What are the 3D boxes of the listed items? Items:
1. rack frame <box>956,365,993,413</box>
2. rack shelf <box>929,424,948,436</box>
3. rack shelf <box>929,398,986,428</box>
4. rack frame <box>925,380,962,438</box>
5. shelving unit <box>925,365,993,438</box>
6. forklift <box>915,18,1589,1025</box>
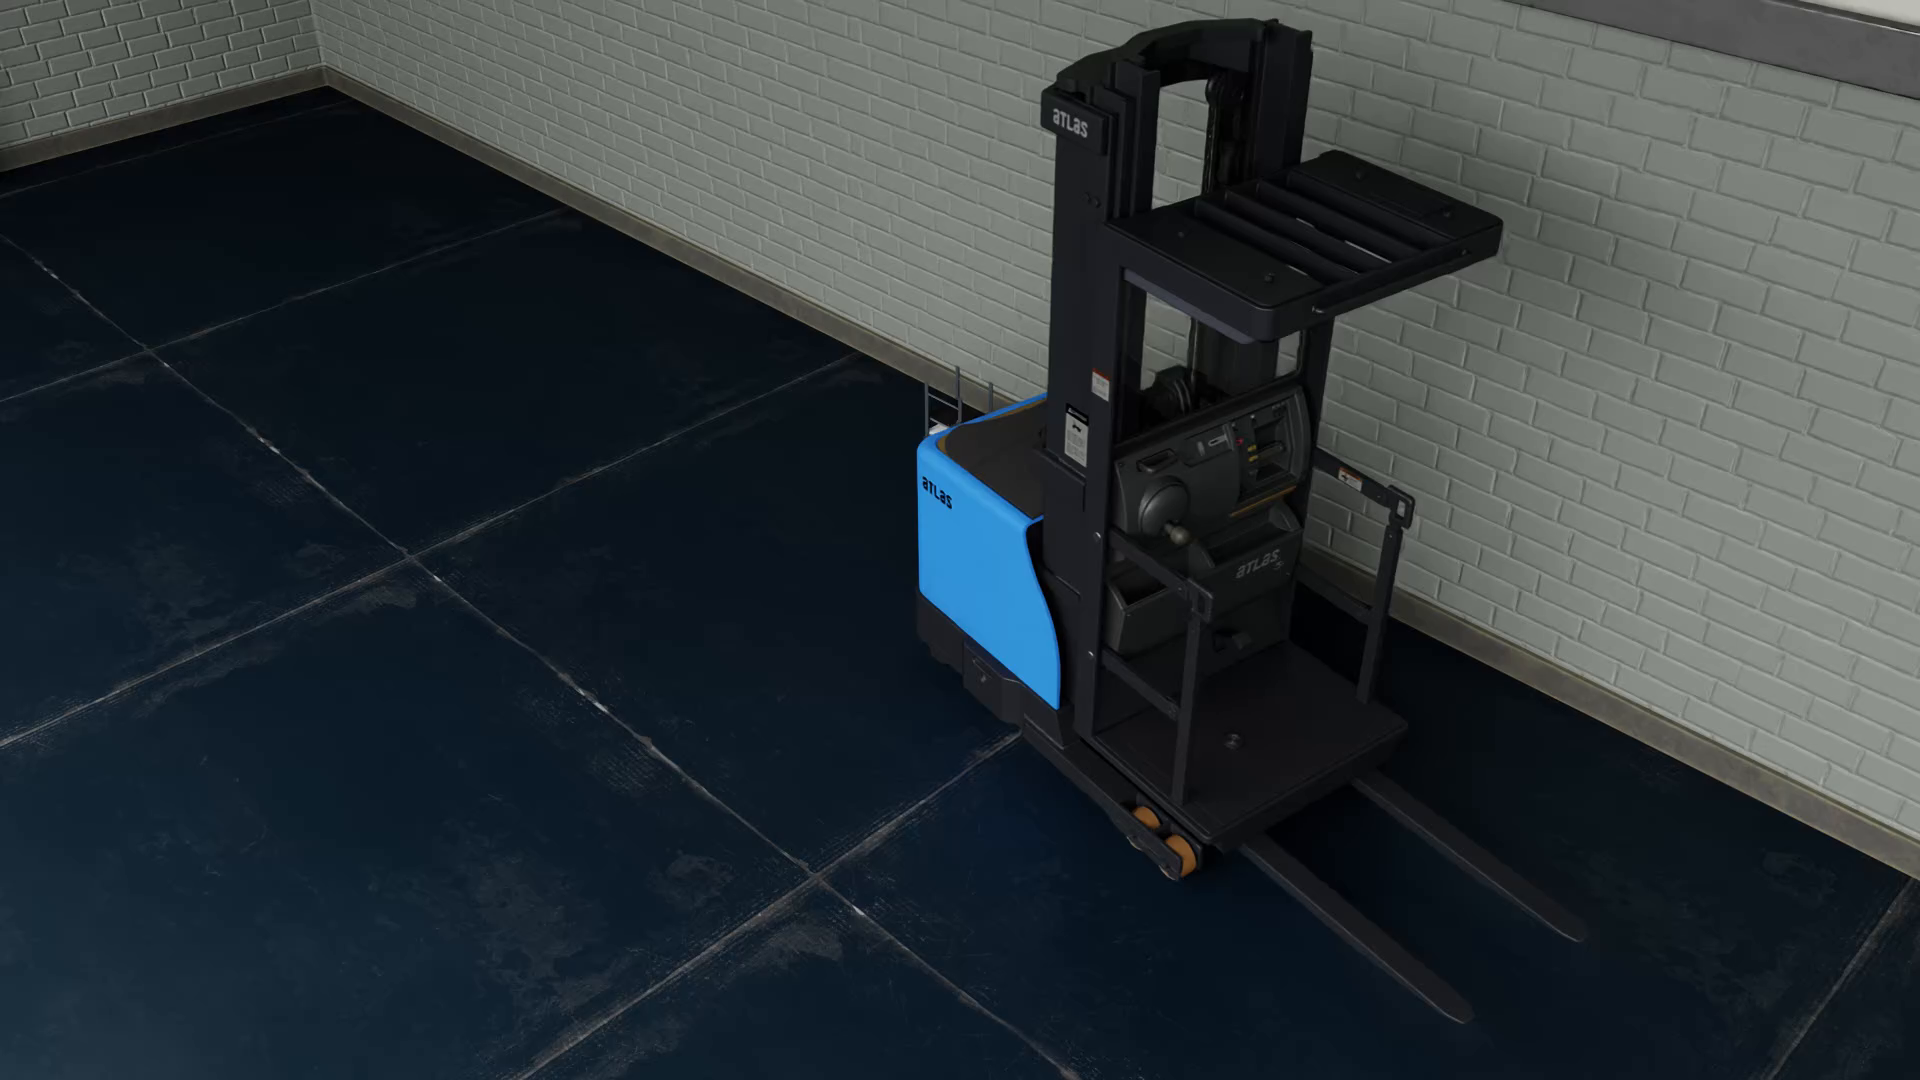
[{"bbox_3d":[0.066,-0.407,8.047,0.240,0.900,0.006,30,45,35],"label":"rack frame"},{"bbox_3d":[-0.006,-0.486,7.904,0.258,0.077,0.200,30,45,35],"label":"rack shelf"},{"bbox_3d":[-0.006,-0.560,7.852,0.258,0.077,0.200,30,45,35],"label":"rack shelf"},{"bbox_3d":[-0.077,-0.325,7.929,0.240,0.900,0.006,30,45,35],"label":"rack frame"},{"bbox_3d":[-0.006,-0.366,7.988,0.258,0.900,0.210,30,45,35],"label":"shelving unit"},{"bbox_3d":[1.068,-0.219,6.002,1.130,2.935,3.031,-22,41,-29],"label":"forklift"}]
